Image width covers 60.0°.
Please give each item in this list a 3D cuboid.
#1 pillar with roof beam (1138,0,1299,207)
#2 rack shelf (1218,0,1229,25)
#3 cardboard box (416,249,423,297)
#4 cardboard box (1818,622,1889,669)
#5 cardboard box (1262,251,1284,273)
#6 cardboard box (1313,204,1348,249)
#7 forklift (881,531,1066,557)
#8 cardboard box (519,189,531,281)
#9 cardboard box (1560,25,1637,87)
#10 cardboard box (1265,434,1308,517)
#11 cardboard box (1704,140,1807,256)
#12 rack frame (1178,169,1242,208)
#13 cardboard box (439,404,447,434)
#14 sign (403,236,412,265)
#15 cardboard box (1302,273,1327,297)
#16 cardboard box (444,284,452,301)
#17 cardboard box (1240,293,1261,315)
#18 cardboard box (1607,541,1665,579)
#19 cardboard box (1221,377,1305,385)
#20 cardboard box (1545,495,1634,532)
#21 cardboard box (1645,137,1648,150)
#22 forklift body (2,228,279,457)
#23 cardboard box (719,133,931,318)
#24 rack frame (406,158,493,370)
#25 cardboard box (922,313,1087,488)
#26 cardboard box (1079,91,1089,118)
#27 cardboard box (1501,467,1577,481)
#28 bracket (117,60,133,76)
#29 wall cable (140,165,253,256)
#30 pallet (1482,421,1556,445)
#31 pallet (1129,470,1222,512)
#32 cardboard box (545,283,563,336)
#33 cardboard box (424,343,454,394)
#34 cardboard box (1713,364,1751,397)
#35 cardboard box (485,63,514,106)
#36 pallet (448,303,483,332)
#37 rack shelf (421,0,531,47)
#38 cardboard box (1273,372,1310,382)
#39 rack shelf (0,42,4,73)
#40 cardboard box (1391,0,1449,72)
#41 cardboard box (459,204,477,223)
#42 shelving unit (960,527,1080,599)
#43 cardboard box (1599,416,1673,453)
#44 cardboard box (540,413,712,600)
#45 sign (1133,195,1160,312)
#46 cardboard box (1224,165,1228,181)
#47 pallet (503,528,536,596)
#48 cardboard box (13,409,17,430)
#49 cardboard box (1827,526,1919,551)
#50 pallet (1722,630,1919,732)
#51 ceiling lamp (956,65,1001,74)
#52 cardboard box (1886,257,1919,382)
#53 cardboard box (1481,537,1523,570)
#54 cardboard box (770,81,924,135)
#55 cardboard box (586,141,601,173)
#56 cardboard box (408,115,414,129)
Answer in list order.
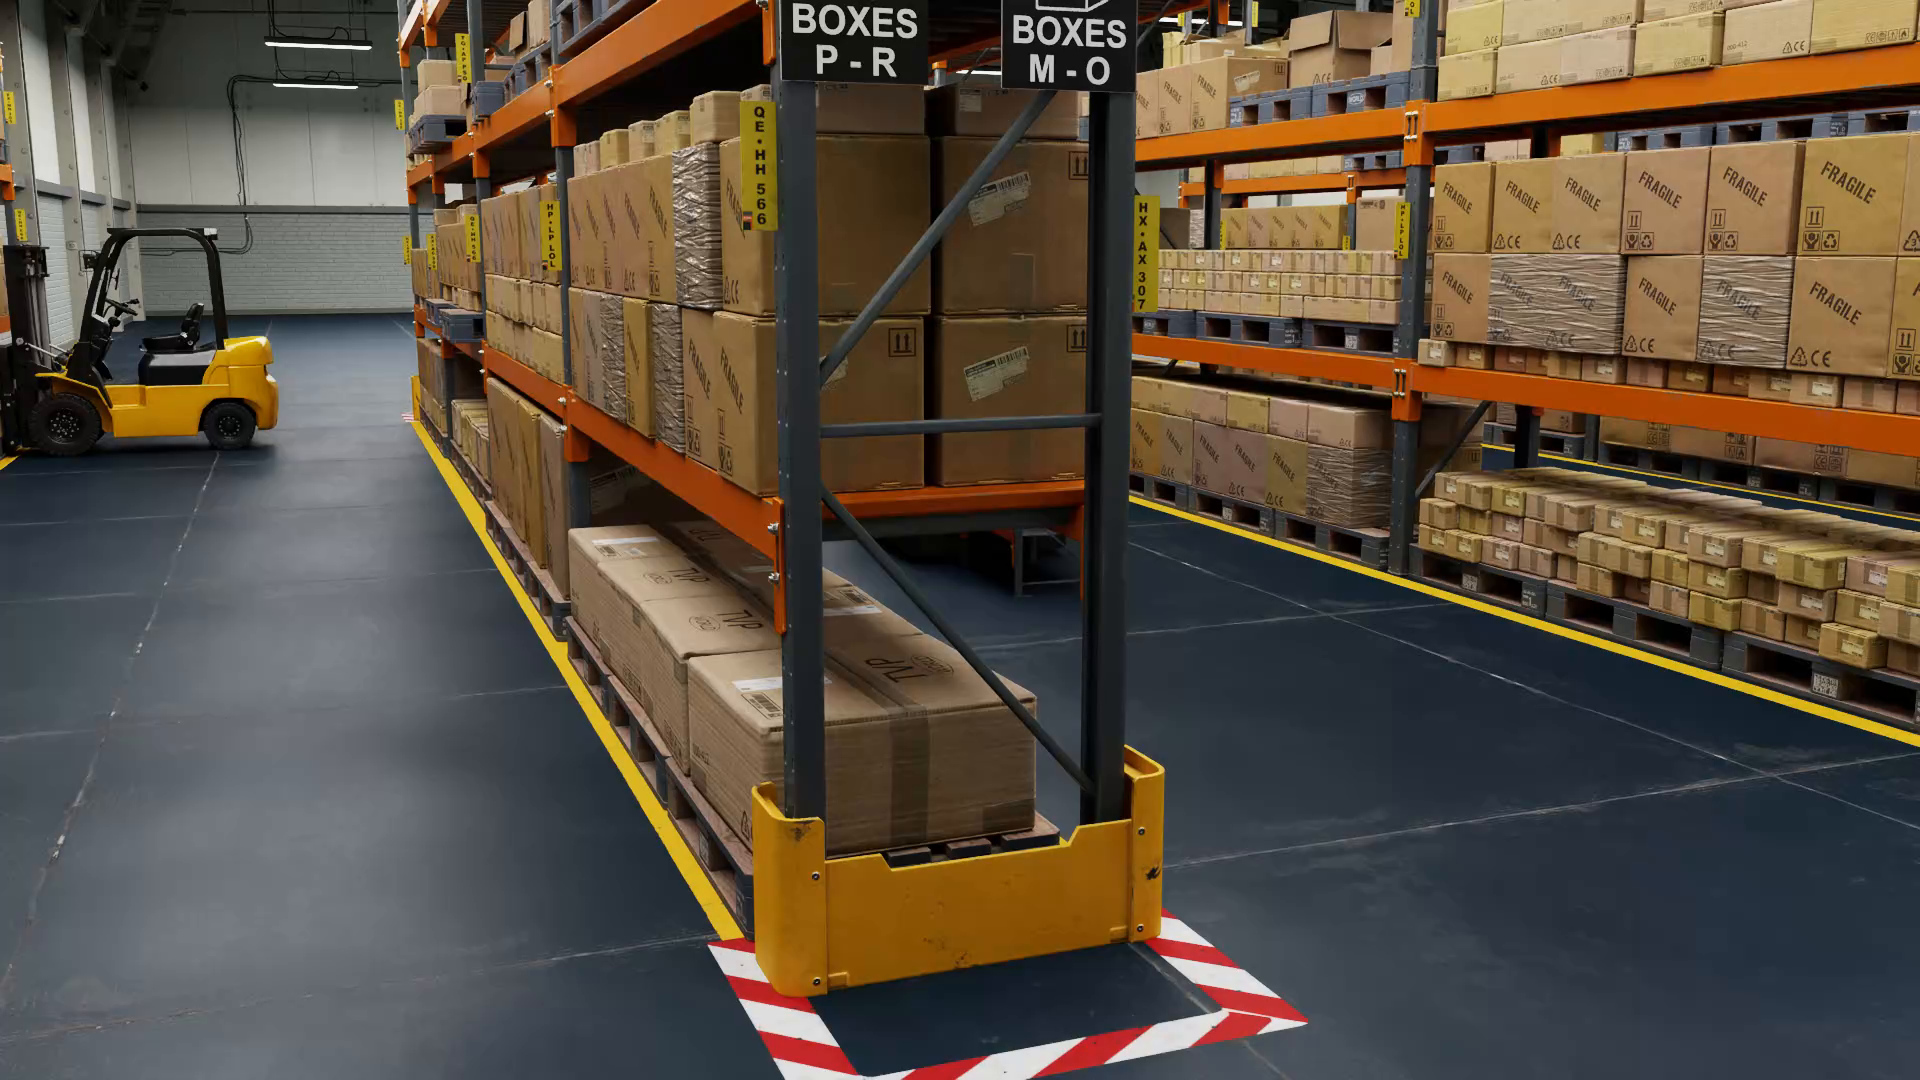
[{"bbox_3d":[5.636,-11.030,47.735,9.100,9.000,0.548,-4,11,-21],"label":"pillar with roof beam"},{"bbox_3d":[2.399,-4.021,11.524,1.077,0.370,4.000,-4,11,-21],"label":"rack shelf"},{"bbox_3d":[-5.512,-2.853,17.759,0.500,0.500,0.500,-4,11,-22],"label":"cardboard box"},{"bbox_3d":[4.001,0.450,7.267,0.380,0.149,0.250,-4,11,-19],"label":"cardboard box"},{"bbox_3d":[2.325,-1.934,11.545,0.380,0.149,0.250,-4,11,-23],"label":"cardboard box"},{"bbox_3d":[4.465,-3.640,19.327,0.500,0.500,0.500,-4,11,-21],"label":"cardboard box"},{"bbox_3d":[-0.241,-1.550,11.765,1.130,2.935,3.031,-3,11,-17],"label":"forklift"},{"bbox_3d":[-2.208,-1.727,9.426,0.500,0.500,0.500,-4,11,-19],"label":"cardboard box"},{"bbox_3d":[3.407,-2.435,8.407,0.500,0.250,0.500,-3,11,-18],"label":"cardboard box"},{"bbox_3d":[2.436,-0.456,11.359,0.500,0.500,0.500,-4,11,-22],"label":"cardboard box"},{"bbox_3d":[3.796,-1.553,7.594,0.500,0.500,0.500,-3,11,-18],"label":"cardboard box"},{"bbox_3d":[3.435,-3.549,22.805,1.000,3.000,0.127,-4,11,-21],"label":"rack frame"},{"bbox_3d":[-4.816,-1.199,16.249,0.500,0.250,0.500,-3,11,-18],"label":"cardboard box"},{"bbox_3d":[-6.307,-3.311,19.000,0.100,0.325,0.005,-4,11,-21],"label":"sign"},{"bbox_3d":[2.509,-1.702,11.090,0.380,0.149,0.250,-4,11,-23],"label":"cardboard box"},{"bbox_3d":[-4.364,-2.198,14.732,0.380,0.149,0.250,-4,11,-20],"label":"cardboard box"},{"bbox_3d":[2.224,-1.683,11.834,0.380,0.149,0.250,-4,11,-23],"label":"cardboard box"},{"bbox_3d":[3.526,0.089,8.447,0.380,0.149,0.250,-4,11,-20],"label":"cardboard box"},{"bbox_3d":[2.360,-1.113,12.910,0.500,0.250,0.500,-4,11,-20],"label":"cardboard box"},{"bbox_3d":[3.370,-0.144,8.905,0.380,0.149,0.250,-4,11,-20],"label":"cardboard box"},{"bbox_3d":[6.401,-3.739,15.736,0.500,0.250,0.500,-4,11,-20],"label":"cardboard box"},{"bbox_3d":[-8.039,-1.992,16.480,2.313,2.155,1.214,-4,11,-21],"label":"forklift body"},{"bbox_3d":[-0.400,-0.913,4.848,0.500,0.500,0.500,-4,11,-19],"label":"cardboard box"},{"bbox_3d":[-5.801,-2.920,19.269,1.000,3.000,0.127,-4,11,-21],"label":"rack frame"},{"bbox_3d":[0.090,-0.454,5.121,0.500,0.500,0.500,-4,11,-21],"label":"cardboard box"},{"bbox_3d":[1.016,-3.785,14.339,0.500,0.311,0.500,-4,11,-21],"label":"cardboard box"},{"bbox_3d":[3.496,-0.346,10.044,0.380,0.149,0.250,-4,11,-19],"label":"cardboard box"},{"bbox_3d":[-20.470,-11.590,40.604,0.076,0.066,4.783,-4,11,-21],"label":"bracket"},{"bbox_3d":[-21.720,-9.320,46.985,3.097,2.526,0.112,-4,11,-21],"label":"wall cable"},{"bbox_3d":[5.614,-1.196,17.543,1.003,0.211,1.213,-4,11,-21],"label":"pallet"},{"bbox_3d":[1.957,-0.444,13.314,1.003,0.211,1.213,-4,11,-21],"label":"pallet"},{"bbox_3d":[-1.839,-1.190,8.545,0.500,0.250,0.500,-4,11,-21],"label":"cardboard box"},{"bbox_3d":[-5.390,-1.821,17.606,0.500,0.500,0.500,-4,11,-20],"label":"cardboard box"},{"bbox_3d":[3.807,-0.766,7.880,0.380,0.149,0.250,-4,11,-23],"label":"cardboard box"},{"bbox_3d":[-3.236,-3.295,12.530,0.700,0.500,0.500,-4,11,-21],"label":"cardboard box"},{"bbox_3d":[-3.658,-1.840,13.747,1.003,0.211,1.213,-4,11,-21],"label":"pallet"},{"bbox_3d":[-3.627,-4.343,13.336,1.077,0.370,4.000,-4,11,-21],"label":"rack shelf"},{"bbox_3d":[4.264,-2.129,20.762,0.500,0.500,0.500,-5,11,-26],"label":"cardboard box"},{"bbox_3d":[-9.701,-4.680,15.232,1.077,0.370,4.000,-4,11,-21],"label":"rack shelf"},{"bbox_3d":[3.089,-3.093,10.195,0.700,0.500,0.500,-4,11,-21],"label":"cardboard box"},{"bbox_3d":[-3.758,-2.585,13.200,0.380,0.149,0.250,-4,11,-24],"label":"cardboard box"},{"bbox_3d":[0.396,-0.319,10.001,0.538,1.125,1.048,-3,11,-17],"label":"shelving unit"},{"bbox_3d":[6.565,-1.290,14.972,1.225,0.875,0.875,-4,11,-24],"label":"cardboard box"},{"bbox_3d":[-1.752,-0.218,8.947,0.875,0.875,0.875,-4,11,-19],"label":"cardboard box"},{"bbox_3d":[0.516,-0.808,4.697,0.100,0.325,0.005,-4,11,-21],"label":"sign"},{"bbox_3d":[3.562,-4.773,21.550,0.500,0.250,0.500,-4,11,-22],"label":"cardboard box"},{"bbox_3d":[-2.248,0.091,10.304,1.003,0.211,1.213,-4,11,-21],"label":"pallet"},{"bbox_3d":[-9.408,-1.153,15.990,0.500,0.250,0.500,-4,11,-19],"label":"cardboard box"},{"bbox_3d":[4.350,0.036,7.894,0.380,0.149,0.250,-4,11,-24],"label":"cardboard box"},{"bbox_3d":[4.285,0.587,7.518,1.003,0.211,1.213,-4,11,-21],"label":"pallet"},{"bbox_3d":[0.711,-12.258,37.971,2.000,3.185,0.800,-4,11,-21],"label":"ceiling lamp"},{"bbox_3d":[4.171,-0.891,6.732,0.500,0.500,0.500,-4,11,-20],"label":"cardboard box"},{"bbox_3d":[3.192,0.066,9.427,0.380,0.149,0.250,-4,11,-21],"label":"cardboard box"},{"bbox_3d":[-0.320,-1.215,4.692,0.380,0.149,0.250,-4,11,-20],"label":"cardboard box"},{"bbox_3d":[-1.472,-1.713,7.493,0.380,0.149,0.250,-4,11,-20],"label":"cardboard box"},{"bbox_3d":[-5.702,-4.464,17.826,0.380,0.149,0.250,-4,11,-21],"label":"cardboard box"}]
